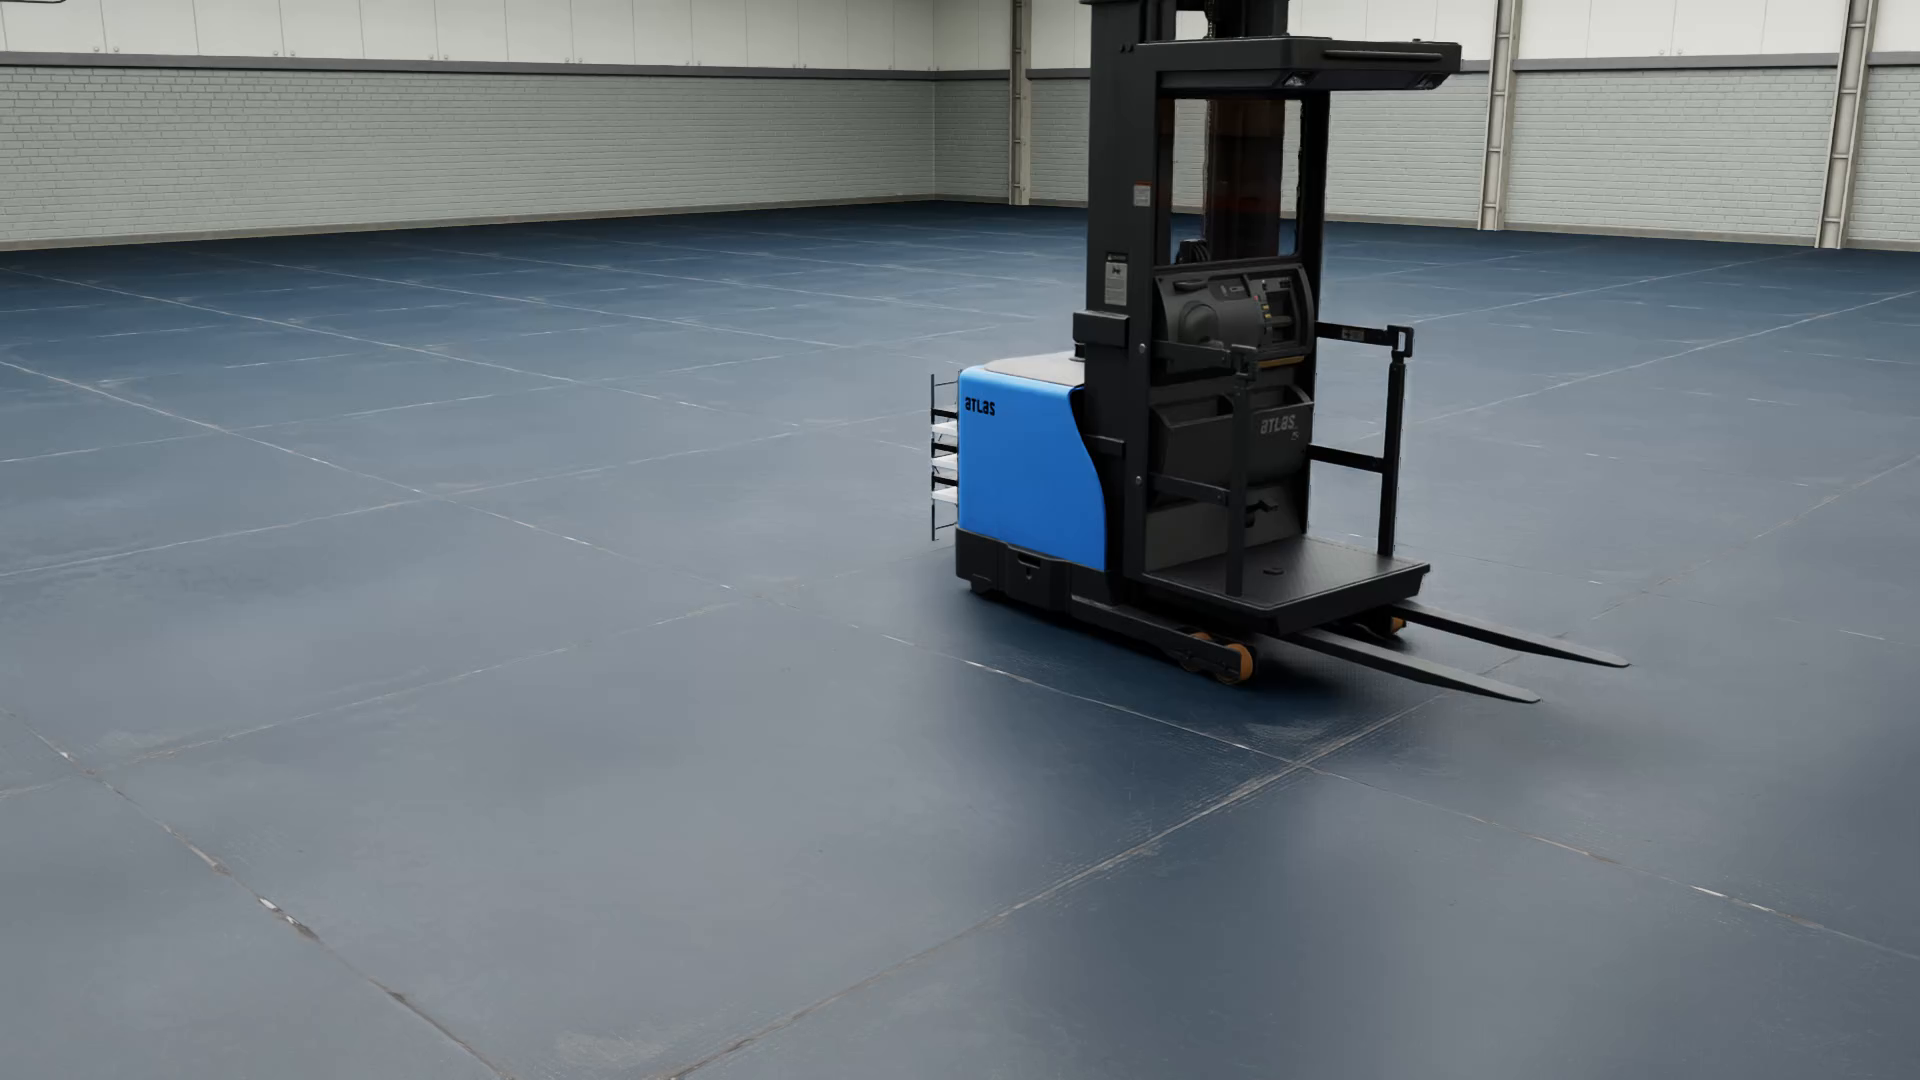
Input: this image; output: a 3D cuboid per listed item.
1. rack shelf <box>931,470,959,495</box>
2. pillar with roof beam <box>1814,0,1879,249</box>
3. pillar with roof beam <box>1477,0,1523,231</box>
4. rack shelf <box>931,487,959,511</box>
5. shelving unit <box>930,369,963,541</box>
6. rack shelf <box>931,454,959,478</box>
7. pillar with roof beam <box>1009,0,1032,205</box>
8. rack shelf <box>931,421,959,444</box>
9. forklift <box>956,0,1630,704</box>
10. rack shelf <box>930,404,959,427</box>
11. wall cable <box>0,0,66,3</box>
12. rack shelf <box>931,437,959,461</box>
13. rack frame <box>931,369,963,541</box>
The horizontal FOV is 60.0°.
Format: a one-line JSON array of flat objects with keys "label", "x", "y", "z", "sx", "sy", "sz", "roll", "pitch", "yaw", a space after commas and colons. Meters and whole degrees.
[{"label": "rack shelf", "x": 0.006, "y": -0.315, "z": 8.844, "sx": 0.200, "sy": 0.077, "sz": 0.258, "roll": 14, "pitch": 20, "yaw": 42}, {"label": "pillar with roof beam", "x": 11.381, "y": -8.399, "z": 23.320, "sx": 0.400, "sy": 9.000, "sz": 9.100, "roll": 14, "pitch": 20, "yaw": 42}, {"label": "pillar with roof beam", "x": 7.061, "y": -9.449, "z": 27.350, "sx": 0.400, "sy": 9.000, "sz": 9.100, "roll": 14, "pitch": 20, "yaw": 42}, {"label": "rack shelf", "x": 0.006, "y": -0.228, "z": 8.867, "sx": 0.200, "sy": 0.077, "sz": 0.258, "roll": 14, "pitch": 20, "yaw": 42}, {"label": "shelving unit", "x": 0.006, "y": -0.434, "z": 8.813, "sx": 0.210, "sy": 0.900, "sz": 0.258, "roll": 14, "pitch": 20, "yaw": 42}, {"label": "rack shelf", "x": 0.006, "y": -0.402, "z": 8.822, "sx": 0.200, "sy": 0.077, "sz": 0.258, "roll": 14, "pitch": 20, "yaw": 42}, {"label": "pillar with roof beam", "x": -1.577, "y": -11.549, "z": 35.411, "sx": 0.400, "sy": 9.000, "sz": 9.100, "roll": 14, "pitch": 20, "yaw": 42}, {"label": "rack shelf", "x": 0.006, "y": -0.576, "z": 8.776, "sx": 0.200, "sy": 0.077, "sz": 0.258, "roll": 14, "pitch": 20, "yaw": 42}, {"label": "forklift", "x": 1.305, "y": -0.978, "z": 6.871, "sx": 1.130, "sy": 2.935, "sz": 3.031, "roll": -12, "pitch": 19, "yaw": -38}, {"label": "rack shelf", "x": 0.006, "y": -0.663, "z": 8.753, "sx": 0.200, "sy": 0.077, "sz": 0.258, "roll": 14, "pitch": 20, "yaw": 42}, {"label": "wall cable", "x": -15.055, "y": -10.735, "z": 25.540, "sx": 0.169, "sy": 6.003, "sz": 2.305, "roll": 14, "pitch": 20, "yaw": 42}, {"label": "rack shelf", "x": 0.006, "y": -0.489, "z": 8.799, "sx": 0.200, "sy": 0.077, "sz": 0.258, "roll": 14, "pitch": 20, "yaw": 42}, {"label": "rack frame", "x": -0.067, "y": -0.452, "z": 8.881, "sx": 0.006, "sy": 0.900, "sz": 0.240, "roll": 14, "pitch": 20, "yaw": 42}]
